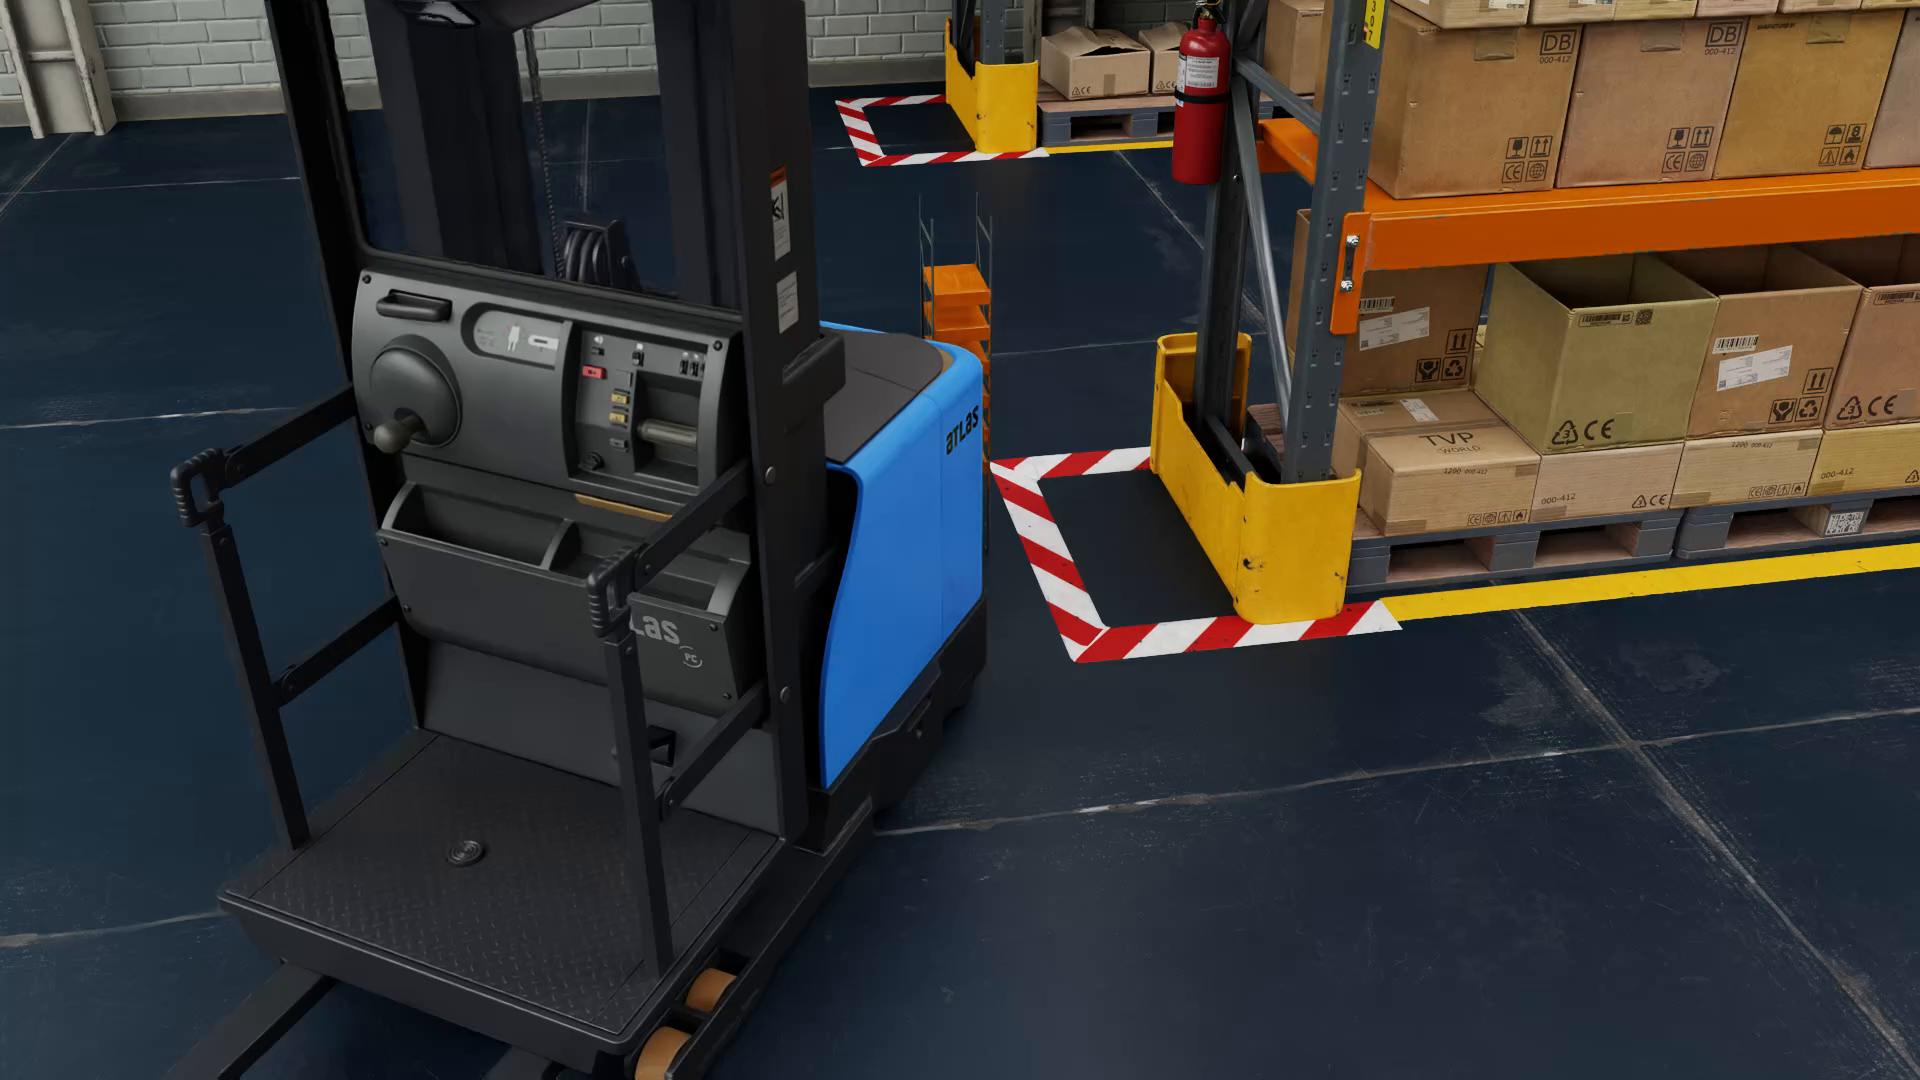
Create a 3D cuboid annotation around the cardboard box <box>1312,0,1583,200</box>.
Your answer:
[{"bbox_3d":[1.458,-1.406,5.083,0.500,0.500,0.700,-5,31,-9],"label":"cardboard box"}]

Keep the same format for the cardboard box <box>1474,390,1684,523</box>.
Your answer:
[{"bbox_3d":[2.055,-0.308,5.613,0.500,0.250,0.500,-5,31,-9],"label":"cardboard box"}]

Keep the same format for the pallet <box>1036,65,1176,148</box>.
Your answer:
[{"bbox_3d":[0.981,-2.658,10.061,1.213,0.211,1.003,-5,31,-9],"label":"pallet"}]

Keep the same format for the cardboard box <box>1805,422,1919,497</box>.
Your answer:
[{"bbox_3d":[3.040,-0.397,5.763,0.500,0.250,0.500,-5,31,-9],"label":"cardboard box"}]

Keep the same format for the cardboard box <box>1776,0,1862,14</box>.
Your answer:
[{"bbox_3d":[2.437,-1.673,4.897,0.250,0.149,0.380,-6,31,-11],"label":"cardboard box"}]

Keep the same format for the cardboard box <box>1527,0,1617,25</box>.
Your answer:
[{"bbox_3d":[1.681,-1.603,4.779,0.250,0.149,0.380,-6,31,-10],"label":"cardboard box"}]

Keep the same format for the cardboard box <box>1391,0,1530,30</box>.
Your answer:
[{"bbox_3d":[1.421,-1.578,4.735,0.250,0.149,0.380,-6,31,-9],"label":"cardboard box"}]

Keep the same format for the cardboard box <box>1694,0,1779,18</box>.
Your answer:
[{"bbox_3d":[2.175,-1.647,4.853,0.250,0.149,0.380,-6,31,-10],"label":"cardboard box"}]

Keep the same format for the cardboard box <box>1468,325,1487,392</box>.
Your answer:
[{"bbox_3d":[1.961,-0.570,6.059,0.500,0.250,0.500,-5,31,-9],"label":"cardboard box"}]

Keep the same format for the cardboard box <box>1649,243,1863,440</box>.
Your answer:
[{"bbox_3d":[2.545,-0.682,5.510,0.500,0.500,0.500,-5,31,-9],"label":"cardboard box"}]

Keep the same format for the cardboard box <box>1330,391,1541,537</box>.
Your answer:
[{"bbox_3d":[1.564,-0.260,5.532,0.500,0.250,0.500,-5,31,-9],"label":"cardboard box"}]

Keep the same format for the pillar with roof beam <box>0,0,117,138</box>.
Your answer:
[{"bbox_3d":[-4.493,-4.183,3.986,0.400,9.000,9.100,-5,31,-9],"label":"pillar with roof beam"}]

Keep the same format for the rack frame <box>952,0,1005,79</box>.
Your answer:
[{"bbox_3d":[0.101,-3.796,9.247,0.127,3.000,1.000,-5,31,-9],"label":"rack frame"}]

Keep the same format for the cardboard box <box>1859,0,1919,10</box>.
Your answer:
[{"bbox_3d":[2.688,-1.696,4.937,0.250,0.149,0.380,-6,31,-10],"label":"cardboard box"}]

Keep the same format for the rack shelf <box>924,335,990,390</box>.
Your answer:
[{"bbox_3d":[-0.014,-0.581,5.405,0.180,0.103,0.258,-5,31,-9],"label":"rack shelf"}]

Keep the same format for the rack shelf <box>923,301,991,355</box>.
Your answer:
[{"bbox_3d":[-0.014,-0.684,5.344,0.180,0.103,0.258,-5,31,-9],"label":"rack shelf"}]

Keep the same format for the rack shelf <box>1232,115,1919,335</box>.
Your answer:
[{"bbox_3d":[2.964,-1.199,5.540,4.000,0.370,1.077,-5,31,-9],"label":"rack shelf"}]

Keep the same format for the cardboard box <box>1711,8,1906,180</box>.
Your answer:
[{"bbox_3d":[2.463,-1.499,5.241,0.500,0.500,0.700,-5,31,-9],"label":"cardboard box"}]

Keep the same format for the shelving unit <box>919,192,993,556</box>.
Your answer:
[{"bbox_3d":[-0.014,-0.516,5.444,0.189,1.200,0.258,-5,31,-9],"label":"shelving unit"}]

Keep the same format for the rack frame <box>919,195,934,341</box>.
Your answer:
[{"bbox_3d":[-0.104,-0.508,5.429,0.006,1.200,0.240,-5,31,-9],"label":"rack frame"}]

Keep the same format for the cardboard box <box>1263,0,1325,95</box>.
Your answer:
[{"bbox_3d":[2.089,-3.021,9.960,0.500,0.500,0.700,-7,31,-12],"label":"cardboard box"}]

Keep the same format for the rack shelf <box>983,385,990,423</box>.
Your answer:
[{"bbox_3d":[-0.014,-0.478,5.466,0.180,0.103,0.258,-5,31,-9],"label":"rack shelf"}]

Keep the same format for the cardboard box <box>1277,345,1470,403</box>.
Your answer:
[{"bbox_3d":[1.471,-0.519,5.971,0.500,0.250,0.500,-5,31,-9],"label":"cardboard box"}]

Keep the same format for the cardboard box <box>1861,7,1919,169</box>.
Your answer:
[{"bbox_3d":[2.980,-1.549,5.326,0.500,0.500,0.700,-4,31,-7],"label":"cardboard box"}]

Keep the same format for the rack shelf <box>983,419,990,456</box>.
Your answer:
[{"bbox_3d":[-0.014,-0.374,5.527,0.180,0.103,0.258,-5,31,-9],"label":"rack shelf"}]

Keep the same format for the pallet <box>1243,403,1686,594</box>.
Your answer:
[{"bbox_3d":[1.741,-0.215,5.908,1.213,0.211,1.003,-5,31,-9],"label":"pallet"}]

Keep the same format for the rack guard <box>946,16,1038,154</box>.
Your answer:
[{"bbox_3d":[0.175,-2.725,9.892,0.348,0.500,1.175,-5,31,-9],"label":"rack guard"}]

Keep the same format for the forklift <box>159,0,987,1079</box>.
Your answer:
[{"bbox_3d":[-0.978,-0.275,3.326,1.130,2.935,3.031,13,33,20],"label":"forklift"}]

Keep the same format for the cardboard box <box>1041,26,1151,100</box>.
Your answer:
[{"bbox_3d":[0.797,-2.845,9.848,0.500,0.311,0.500,-9,32,-15],"label":"cardboard box"}]

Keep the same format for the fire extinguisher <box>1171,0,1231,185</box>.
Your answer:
[{"bbox_3d":[0.797,-1.514,5.442,0.183,0.674,0.296,-5,31,-9],"label":"fire extinguisher"}]

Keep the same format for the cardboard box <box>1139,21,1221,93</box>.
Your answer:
[{"bbox_3d":[1.358,-2.897,9.936,0.500,0.311,0.500,-3,31,-5],"label":"cardboard box"}]

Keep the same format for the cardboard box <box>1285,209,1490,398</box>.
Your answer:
[{"bbox_3d":[1.471,-0.843,5.783,0.500,0.500,0.500,-5,31,-9],"label":"cardboard box"}]

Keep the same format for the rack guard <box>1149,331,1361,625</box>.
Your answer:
[{"bbox_3d":[0.973,-0.247,5.677,0.348,0.500,1.175,-5,31,-9],"label":"rack guard"}]

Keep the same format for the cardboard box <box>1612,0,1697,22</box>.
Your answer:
[{"bbox_3d":[1.926,-1.625,4.816,0.250,0.149,0.380,-5,31,-9],"label":"cardboard box"}]

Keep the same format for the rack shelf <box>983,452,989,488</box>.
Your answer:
[{"bbox_3d":[-0.014,-0.271,5.588,0.180,0.103,0.258,-5,31,-9],"label":"rack shelf"}]

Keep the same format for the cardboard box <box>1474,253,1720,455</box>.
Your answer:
[{"bbox_3d":[2.056,-0.630,5.421,0.500,0.500,0.500,-5,31,-9],"label":"cardboard box"}]

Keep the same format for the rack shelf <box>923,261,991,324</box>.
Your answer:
[{"bbox_3d":[-0.014,-0.788,5.284,0.180,0.103,0.258,-5,31,-9],"label":"rack shelf"}]

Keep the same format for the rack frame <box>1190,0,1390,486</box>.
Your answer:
[{"bbox_3d":[0.997,-1.327,5.047,0.127,3.000,1.000,-5,31,-9],"label":"rack frame"}]

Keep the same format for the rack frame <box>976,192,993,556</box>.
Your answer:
[{"bbox_3d":[0.076,-0.524,5.458,0.006,1.200,0.240,-5,31,-9],"label":"rack frame"}]

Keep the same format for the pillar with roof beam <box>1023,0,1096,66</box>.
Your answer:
[{"bbox_3d":[1.409,-4.731,4.918,0.400,9.000,9.100,-5,31,-9],"label":"pillar with roof beam"}]

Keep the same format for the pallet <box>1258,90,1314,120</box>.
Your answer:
[{"bbox_3d":[2.178,-2.767,10.248,1.213,0.211,1.003,-5,31,-9],"label":"pallet"}]

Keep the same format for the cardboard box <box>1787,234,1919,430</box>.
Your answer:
[{"bbox_3d":[3.040,-0.719,5.572,0.500,0.500,0.500,-5,31,-9],"label":"cardboard box"}]

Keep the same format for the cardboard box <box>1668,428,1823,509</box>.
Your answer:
[{"bbox_3d":[2.547,-0.353,5.690,0.500,0.250,0.500,-5,31,-9],"label":"cardboard box"}]

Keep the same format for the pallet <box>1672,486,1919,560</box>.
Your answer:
[{"bbox_3d":[2.939,-0.325,6.094,1.213,0.211,1.003,-5,31,-9],"label":"pallet"}]

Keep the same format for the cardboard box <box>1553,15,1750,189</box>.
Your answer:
[{"bbox_3d":[1.974,-1.456,5.169,0.500,0.500,0.700,-5,31,-8],"label":"cardboard box"}]

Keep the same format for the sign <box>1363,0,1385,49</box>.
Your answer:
[{"bbox_3d":[1.091,-1.457,4.336,0.005,0.325,0.100,-5,31,-9],"label":"sign"}]
